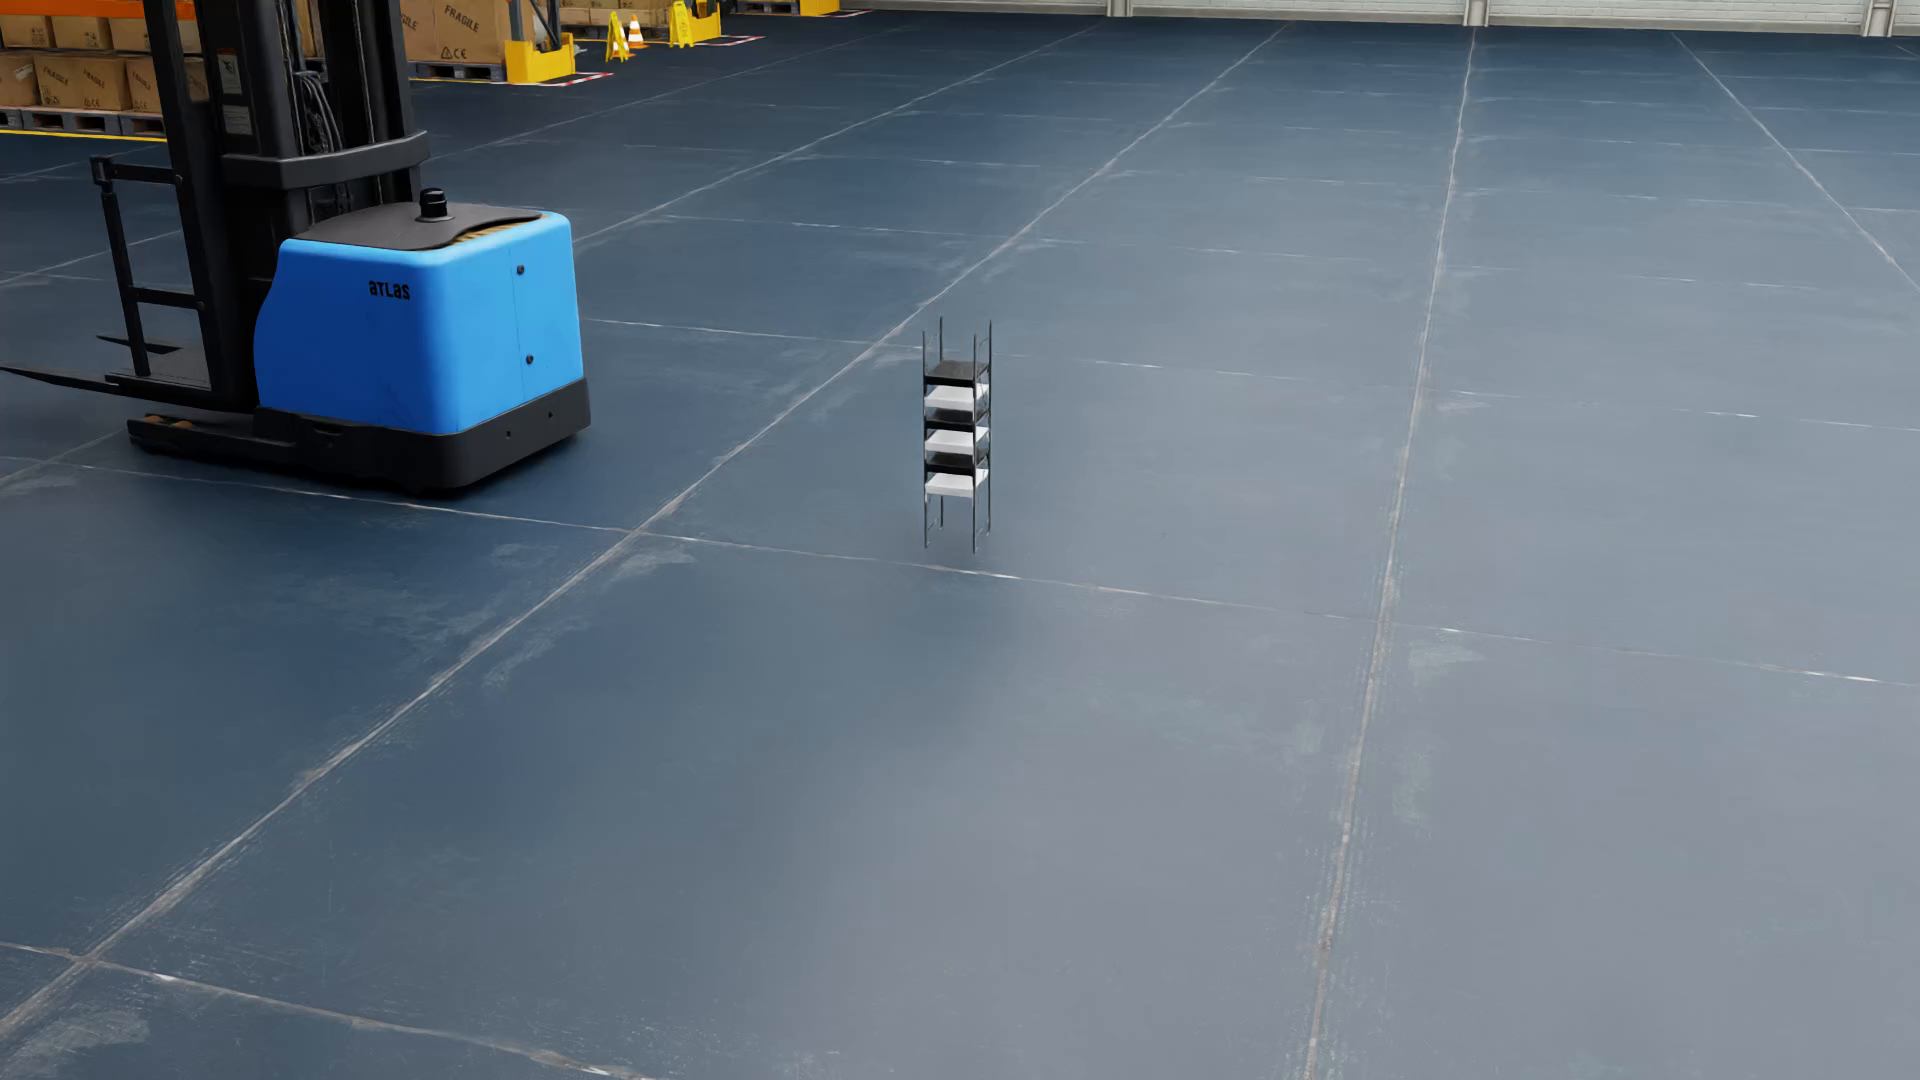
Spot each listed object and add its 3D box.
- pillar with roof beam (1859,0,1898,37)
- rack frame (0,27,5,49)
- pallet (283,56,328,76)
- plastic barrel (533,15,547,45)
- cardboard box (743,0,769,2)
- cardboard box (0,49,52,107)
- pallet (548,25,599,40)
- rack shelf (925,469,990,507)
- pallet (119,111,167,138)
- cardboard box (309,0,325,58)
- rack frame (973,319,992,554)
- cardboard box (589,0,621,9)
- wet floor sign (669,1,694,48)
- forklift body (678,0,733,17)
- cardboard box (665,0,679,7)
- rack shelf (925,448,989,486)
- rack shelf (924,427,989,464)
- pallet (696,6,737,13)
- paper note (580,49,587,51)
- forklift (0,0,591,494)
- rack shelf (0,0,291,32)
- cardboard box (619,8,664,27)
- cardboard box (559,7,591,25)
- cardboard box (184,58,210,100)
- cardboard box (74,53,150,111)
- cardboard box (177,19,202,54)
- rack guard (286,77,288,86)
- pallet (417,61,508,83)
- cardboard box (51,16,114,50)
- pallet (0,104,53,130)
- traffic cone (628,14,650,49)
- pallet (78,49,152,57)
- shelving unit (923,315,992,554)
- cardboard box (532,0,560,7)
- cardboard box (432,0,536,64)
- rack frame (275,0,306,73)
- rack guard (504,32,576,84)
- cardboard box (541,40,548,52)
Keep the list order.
[{"bbox_3d":[13.052,-10.479,20.460,0.400,9.000,9.100,7,23,16],"label":"pillar with roof beam"},{"bbox_3d":[-12.953,-8.101,22.567,0.127,3.000,1.000,7,23,16],"label":"rack frame"},{"bbox_3d":[-8.418,-6.261,21.754,1.213,0.211,1.003,7,23,15],"label":"pallet"},{"bbox_3d":[-6.376,-7.518,24.540,0.512,0.421,0.421,-14,26,-30],"label":"plastic barrel"},{"bbox_3d":[-3.545,-9.754,29.667,0.500,0.250,0.500,7,23,15],"label":"cardboard box"},{"bbox_3d":[-9.731,-4.791,17.237,0.500,0.500,0.500,15,27,32],"label":"cardboard box"},{"bbox_3d":[-5.966,-7.988,25.966,1.213,0.211,1.003,7,23,16],"label":"pallet"},{"bbox_3d":[-0.008,-0.220,6.682,0.200,0.077,0.258,7,23,16],"label":"rack shelf"},{"bbox_3d":[-7.664,-4.253,16.860,1.213,0.211,1.003,7,23,16],"label":"pallet"},{"bbox_3d":[-7.678,-6.682,21.354,0.875,0.875,0.875,7,23,16],"label":"cardboard box"},{"bbox_3d":[0.090,-0.406,6.574,0.006,0.900,0.240,7,23,16],"label":"rack frame"},{"bbox_3d":[-5.304,-8.352,25.260,0.500,0.500,0.500,7,23,17],"label":"cardboard box"},{"bbox_3d":[-4.088,-7.535,24.288,0.232,0.644,0.267,16,27,34],"label":"wet floor sign"},{"bbox_3d":[-4.873,-9.990,28.290,1.214,2.155,2.313,7,23,16],"label":"forklift body"},{"bbox_3d":[-4.676,-8.494,25.606,0.500,0.500,0.500,6,23,14],"label":"cardboard box"},{"bbox_3d":[-0.008,-0.303,6.648,0.200,0.077,0.258,7,23,16],"label":"rack shelf"},{"bbox_3d":[-0.008,-0.386,6.614,0.200,0.077,0.258,7,23,16],"label":"rack shelf"},{"bbox_3d":[-4.439,-9.750,30.262,1.213,0.211,1.003,7,23,15],"label":"pallet"},{"bbox_3d":[-5.441,-7.040,23.893,0.142,0.019,0.148,-1,22,-3],"label":"paper note"},{"bbox_3d":[-3.323,-1.911,7.567,3.031,2.935,1.130,9,24,22],"label":"forklift"},{"bbox_3d":[-8.738,-5.319,16.733,4.000,0.370,1.077,7,23,16],"label":"rack shelf"},{"bbox_3d":[-4.836,-7.949,25.266,0.500,0.250,0.500,6,23,15],"label":"cardboard box"},{"bbox_3d":[-5.809,-8.062,25.540,0.500,0.250,0.500,6,23,14],"label":"cardboard box"},{"bbox_3d":[-7.417,-4.545,16.639,0.500,0.500,0.500,11,25,25],"label":"cardboard box"},{"bbox_3d":[-8.593,-4.674,16.952,0.500,0.500,0.500,9,24,20],"label":"cardboard box"},{"bbox_3d":[-9.744,-6.851,21.931,0.750,0.750,1.050,6,23,15],"label":"cardboard box"},{"bbox_3d":[-6.896,-4.285,16.557,0.348,0.500,1.175,7,23,16],"label":"rack guard"},{"bbox_3d":[-6.082,-5.993,21.102,1.213,0.211,1.003,7,23,15],"label":"pallet"},{"bbox_3d":[-11.558,-7.060,22.441,0.750,0.750,1.050,7,23,16],"label":"cardboard box"},{"bbox_3d":[-10.000,-4.521,17.512,1.213,0.211,1.003,7,23,16],"label":"pallet"},{"bbox_3d":[-4.745,-7.438,24.294,0.334,0.463,0.336,7,23,16],"label":"traffic cone"},{"bbox_3d":[-11.056,-6.563,22.491,1.213,0.211,1.003,7,23,16],"label":"pallet"},{"bbox_3d":[-0.008,-0.417,6.601,0.210,0.900,0.258,7,23,16],"label":"shelving unit"},{"bbox_3d":[-6.292,-8.466,25.539,0.500,0.500,0.500,8,24,18],"label":"cardboard box"},{"bbox_3d":[-5.963,-6.486,20.875,0.875,0.875,0.875,7,23,16],"label":"cardboard box"},{"bbox_3d":[-6.824,-5.433,16.062,0.127,3.000,1.000,7,23,16],"label":"rack frame"},{"bbox_3d":[-5.271,-6.065,20.897,0.348,0.500,1.175,7,23,16],"label":"rack guard"},{"bbox_3d":[-5.799,-7.124,23.942,0.380,0.149,0.250,-20,29,-39],"label":"cardboard box"}]
